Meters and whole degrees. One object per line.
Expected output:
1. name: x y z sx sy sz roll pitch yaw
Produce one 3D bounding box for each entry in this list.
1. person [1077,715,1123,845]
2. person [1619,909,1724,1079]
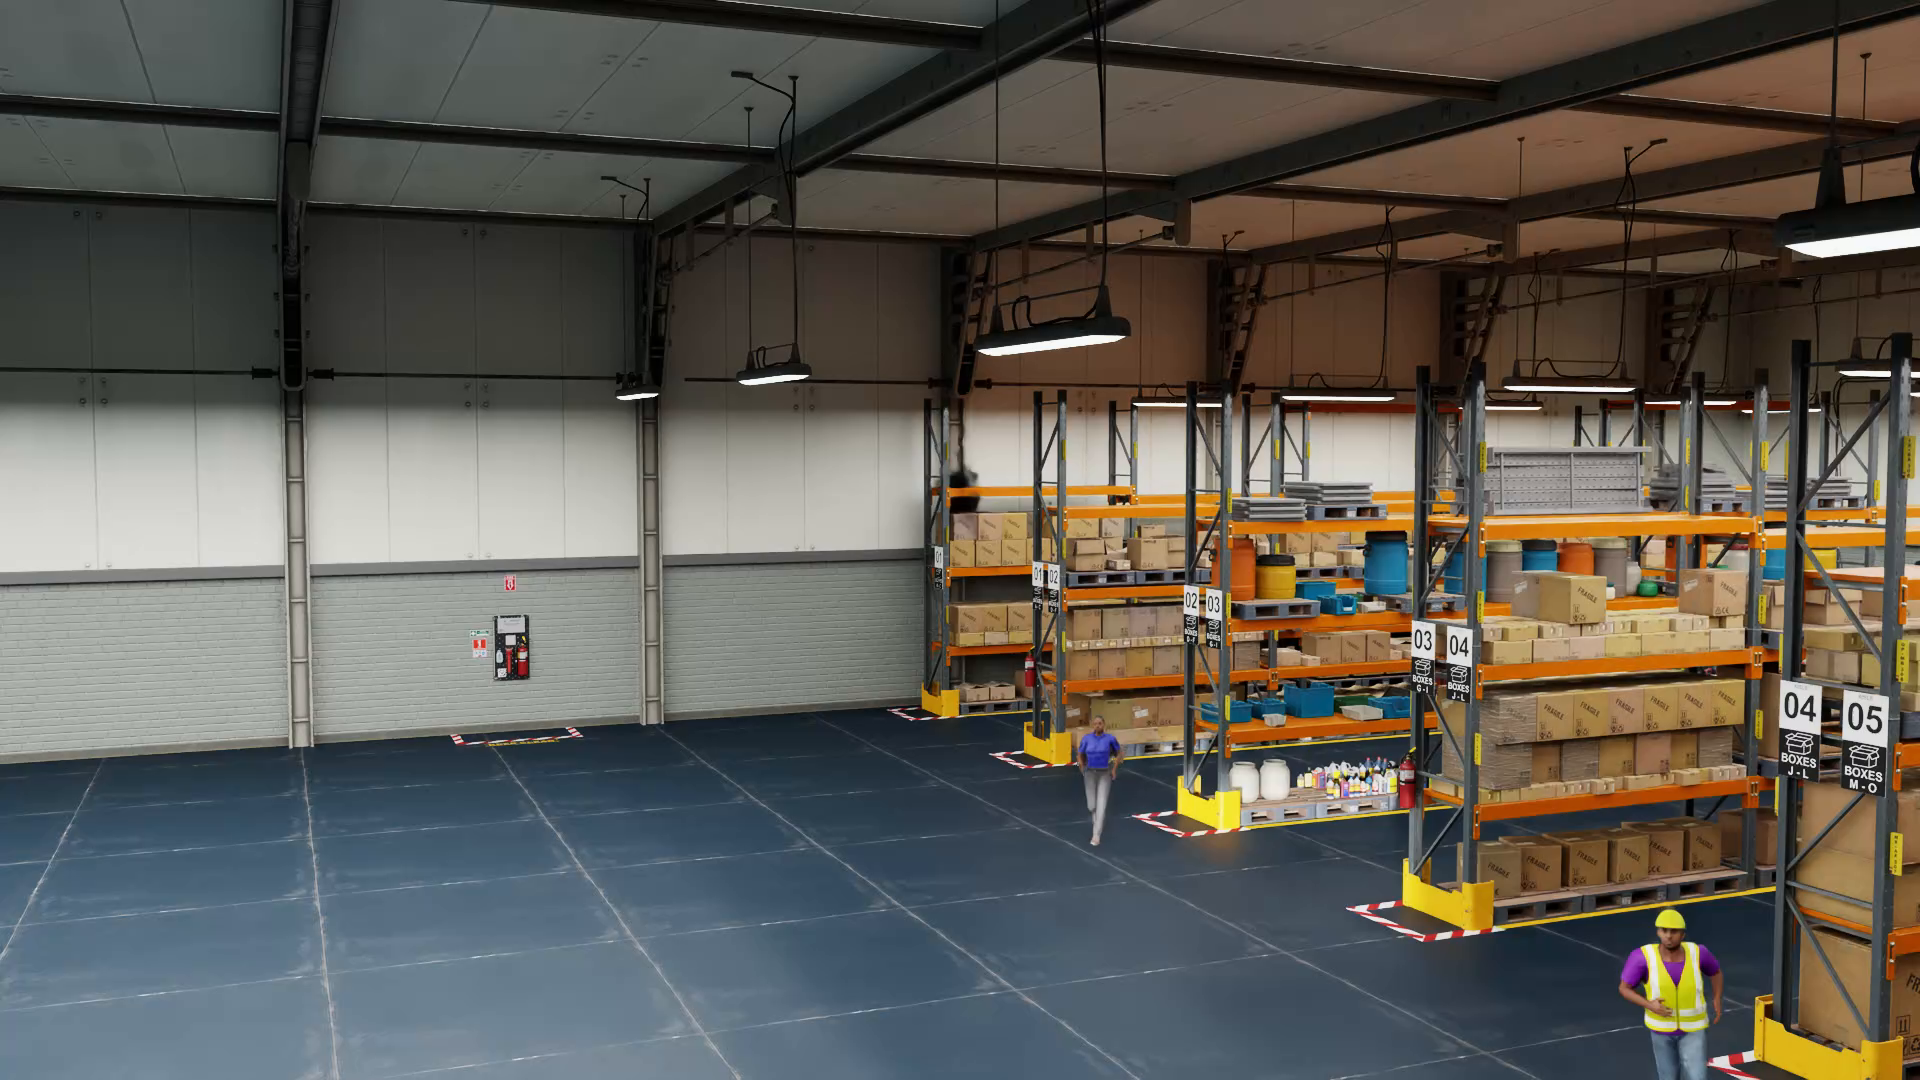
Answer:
1. person: 1.812 3.144 21.675 0.592 1.543 0.796 1 3 10
2. person: 5.195 3.568 12.140 0.724 1.761 0.966 1 4 17
